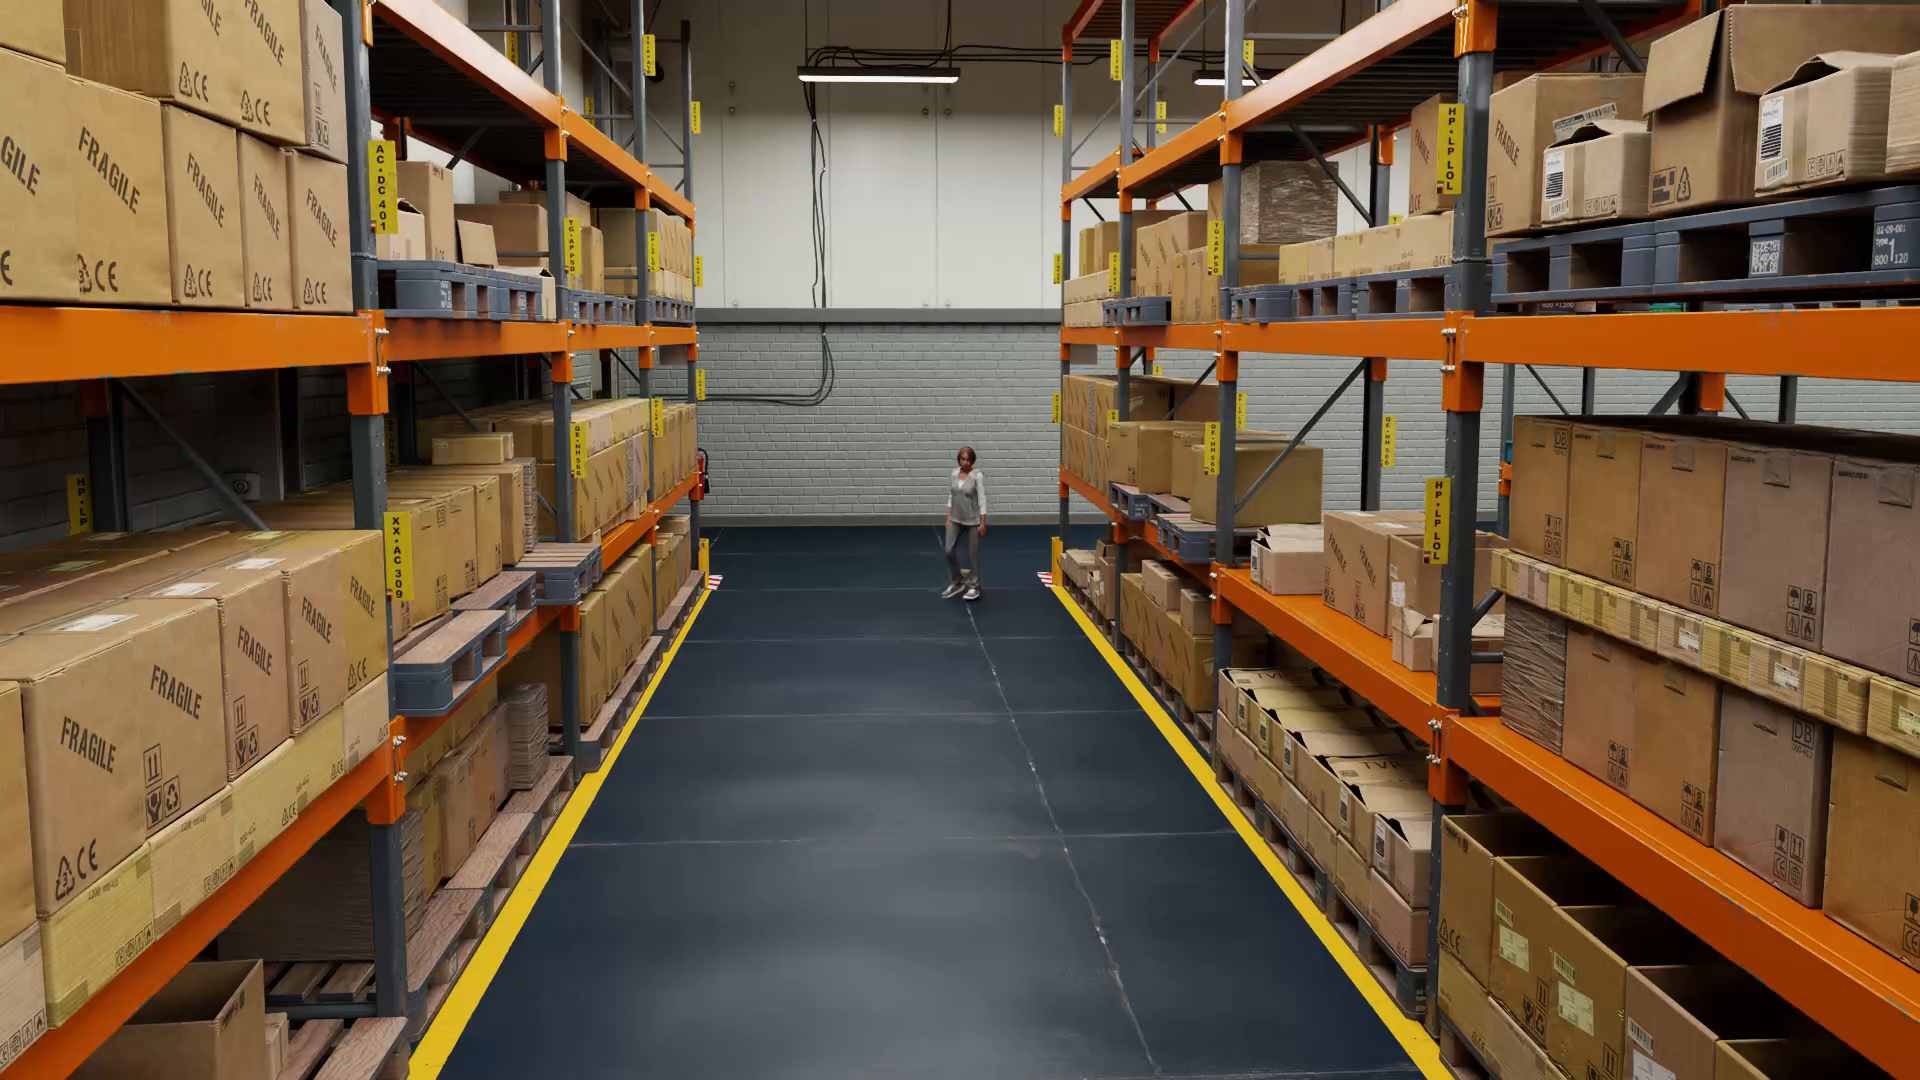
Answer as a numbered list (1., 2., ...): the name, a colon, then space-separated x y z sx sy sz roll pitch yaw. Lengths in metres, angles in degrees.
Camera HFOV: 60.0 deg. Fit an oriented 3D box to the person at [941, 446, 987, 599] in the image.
1. person: 0.052 -0.121 17.056 0.522 1.471 0.440 3 8 25
